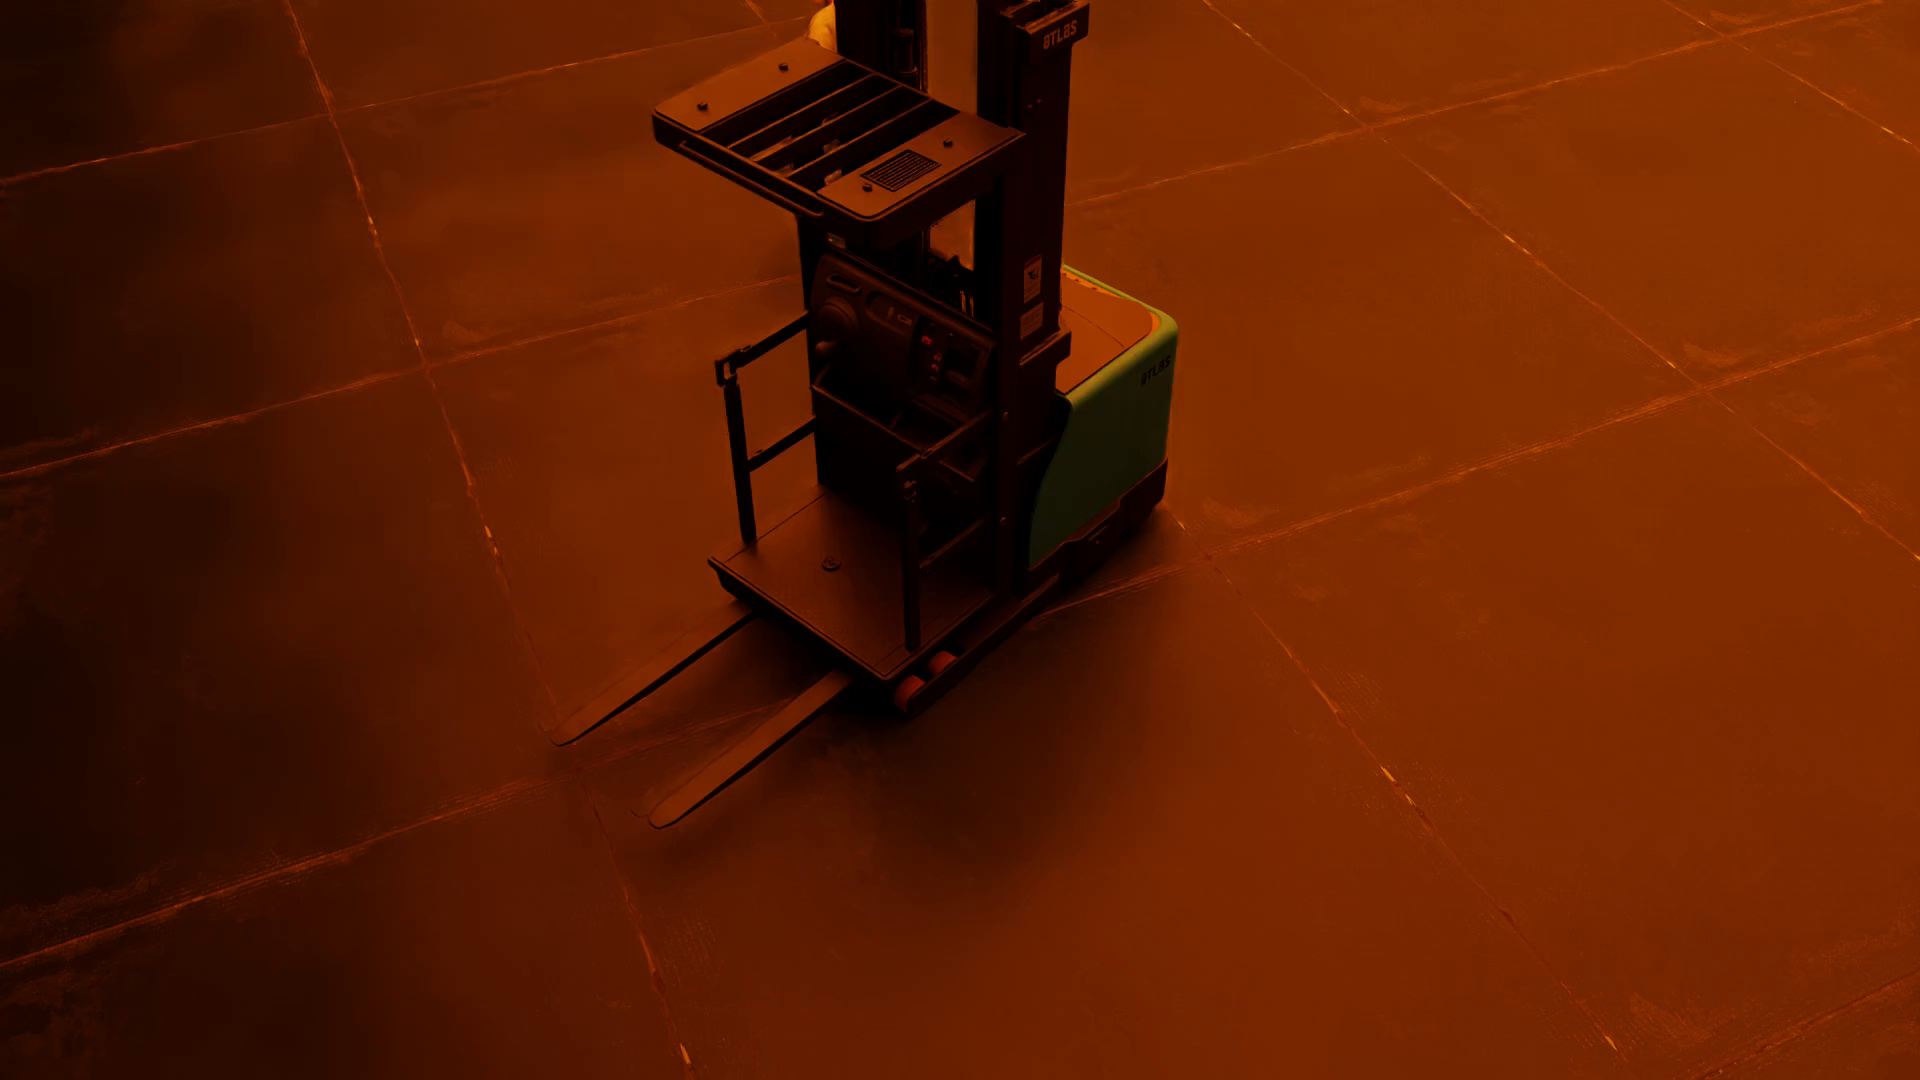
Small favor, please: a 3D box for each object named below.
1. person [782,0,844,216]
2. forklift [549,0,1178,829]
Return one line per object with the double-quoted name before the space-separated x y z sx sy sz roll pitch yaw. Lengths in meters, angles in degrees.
"person" -0.754 -2.530 9.383 0.666 1.587 0.601 -24 48 -24
"forklift" -0.384 -0.727 6.460 1.130 2.935 3.031 32 51 29
